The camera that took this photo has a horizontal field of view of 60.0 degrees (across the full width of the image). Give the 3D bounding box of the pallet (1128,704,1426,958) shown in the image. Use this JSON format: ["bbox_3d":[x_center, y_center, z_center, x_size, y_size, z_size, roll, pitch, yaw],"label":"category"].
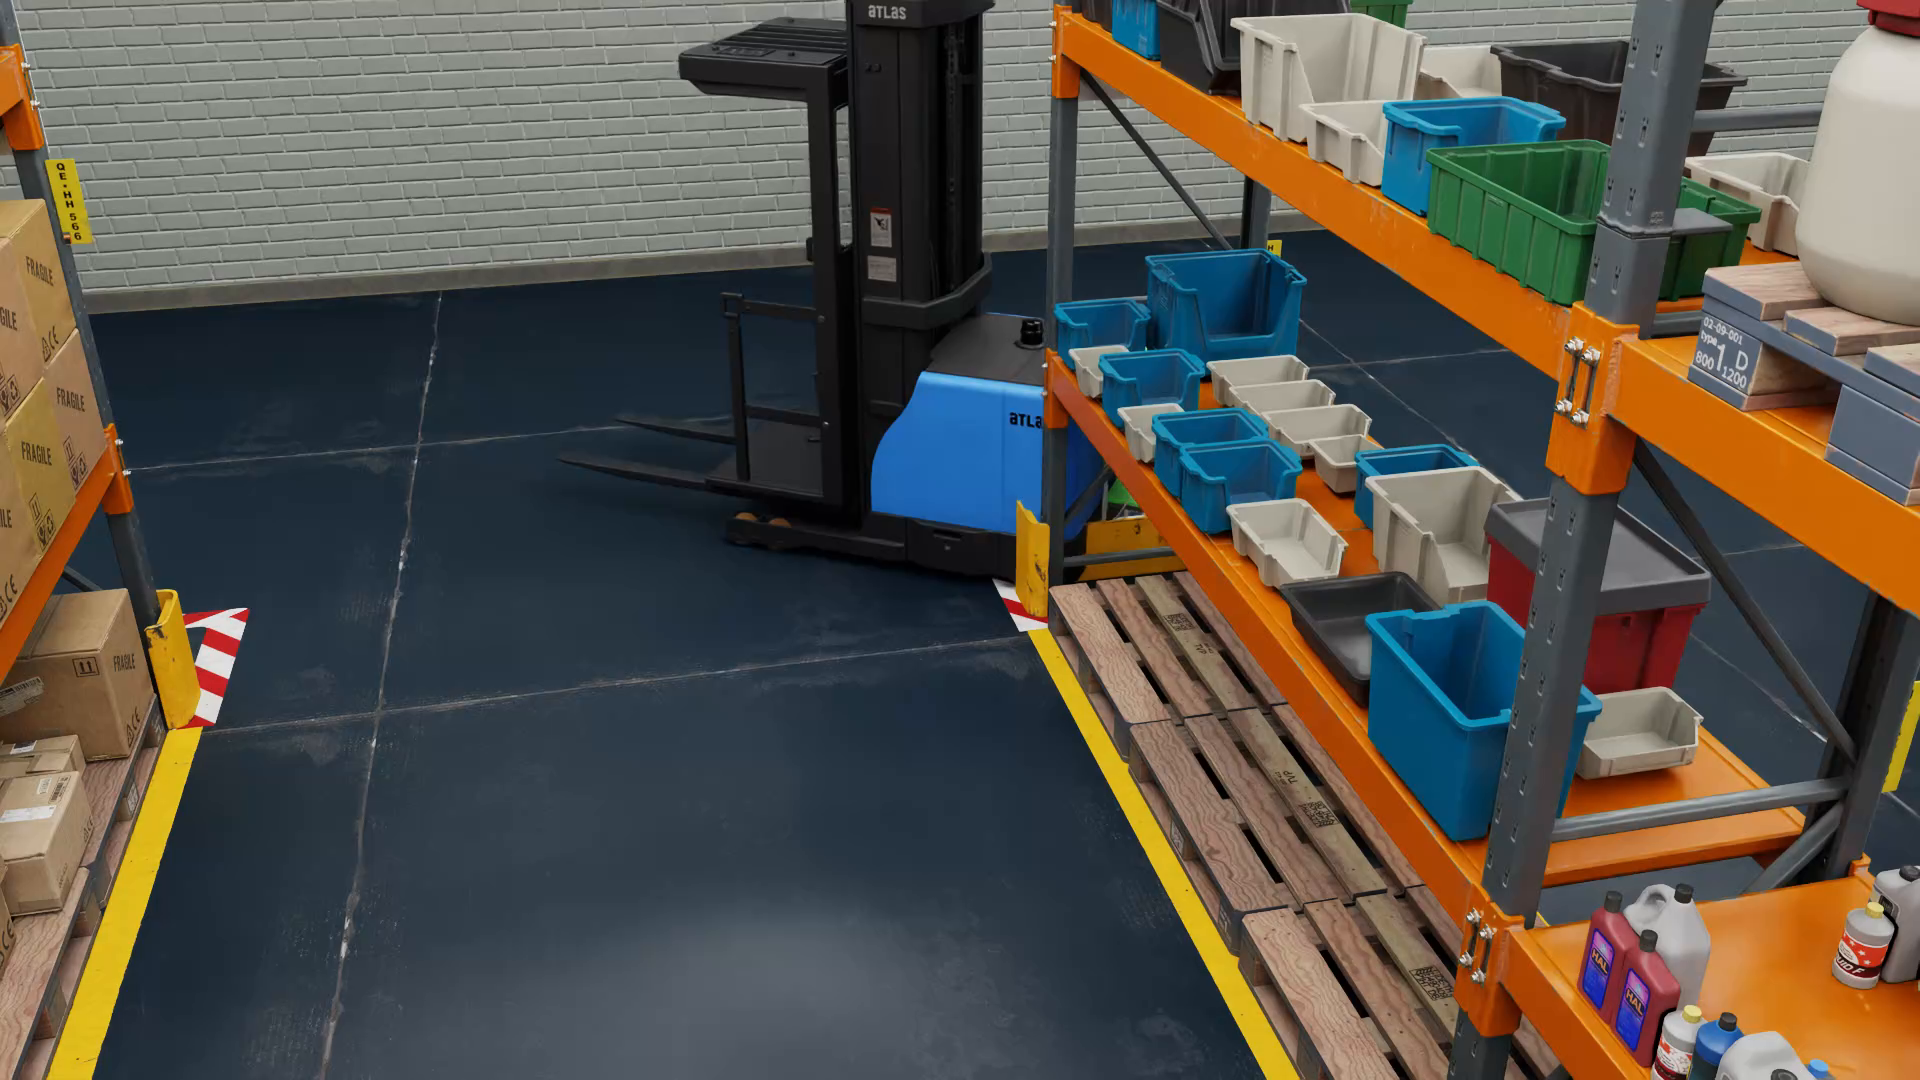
[{"bbox_3d":[1.307,1.061,6.413,1.003,0.211,1.213,-6,27,-12],"label":"pallet"}]

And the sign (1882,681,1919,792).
[{"bbox_3d":[2.326,0.493,4.136,0.100,0.325,0.005,-6,27,-12],"label":"sign"}]

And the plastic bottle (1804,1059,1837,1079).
[{"bbox_3d":[1.722,1.142,3.378,0.097,0.201,0.097,0,27,0],"label":"plastic bottle"}]

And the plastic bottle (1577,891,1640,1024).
[{"bbox_3d":[1.456,0.928,3.711,0.061,0.283,0.133,-6,27,-12],"label":"plastic bottle"}]

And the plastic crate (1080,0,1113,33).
[{"bbox_3d":[0.703,-2.167,6.531,0.497,0.269,0.590,-6,27,-12],"label":"plastic crate"}]

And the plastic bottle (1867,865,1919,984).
[{"bbox_3d":[2.193,0.868,3.840,0.152,0.276,0.135,-6,27,-12],"label":"plastic bottle"}]

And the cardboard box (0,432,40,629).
[{"bbox_3d":[-3.345,-0.011,5.332,0.500,0.500,0.500,-6,27,-11],"label":"cardboard box"}]

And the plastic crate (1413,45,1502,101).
[{"bbox_3d":[1.595,-1.423,5.205,0.437,0.136,0.530,-6,27,-12],"label":"plastic crate"}]

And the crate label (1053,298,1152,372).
[{"bbox_3d":[0.623,-0.894,7.312,0.416,0.233,0.303,-6,27,-12],"label":"crate label"}]

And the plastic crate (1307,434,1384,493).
[{"bbox_3d":[1.471,-0.277,6.196,0.298,0.136,0.250,-6,27,-12],"label":"plastic crate"}]

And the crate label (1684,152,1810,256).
[{"bbox_3d":[1.961,-0.793,3.957,0.293,0.136,0.466,-6,27,-12],"label":"crate label"}]

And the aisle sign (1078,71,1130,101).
[{"bbox_3d":[0.582,-2.246,6.986,0.394,0.787,0.004,-6,27,-12],"label":"aisle sign"}]

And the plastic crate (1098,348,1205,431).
[{"bbox_3d":[0.771,-0.605,6.739,0.416,0.233,0.300,-6,27,-12],"label":"plastic crate"}]

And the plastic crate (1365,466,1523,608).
[{"bbox_3d":[1.625,0.009,5.468,0.437,0.282,0.530,-6,27,-12],"label":"plastic crate"}]

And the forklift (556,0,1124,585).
[{"bbox_3d":[-0.691,-1.464,8.397,3.031,2.935,1.130,9,28,18],"label":"forklift"}]

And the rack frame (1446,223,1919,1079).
[{"bbox_3d":[1.789,0.672,4.090,1.000,3.000,0.127,-6,27,-12],"label":"rack frame"}]

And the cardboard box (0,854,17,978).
[{"bbox_3d":[-3.466,1.267,5.193,0.797,0.503,0.637,-6,27,-12],"label":"cardboard box"}]

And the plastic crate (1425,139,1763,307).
[{"bbox_3d":[1.399,-0.728,3.769,0.450,0.188,0.662,-6,27,-12],"label":"plastic crate"}]

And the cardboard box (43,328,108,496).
[{"bbox_3d":[-3.573,-0.458,6.218,0.500,0.500,0.500,-5,27,-10],"label":"cardboard box"}]

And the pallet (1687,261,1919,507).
[{"bbox_3d":[2.061,-0.249,2.794,1.213,0.211,1.003,-6,27,-12],"label":"pallet"}]

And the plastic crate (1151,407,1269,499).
[{"bbox_3d":[0.919,-0.316,6.167,0.416,0.233,0.300,-6,27,-12],"label":"plastic crate"}]

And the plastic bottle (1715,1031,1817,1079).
[{"bbox_3d":[1.605,1.130,3.320,0.152,0.276,0.135,-6,27,-12],"label":"plastic bottle"}]

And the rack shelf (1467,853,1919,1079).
[{"bbox_3d":[2.240,1.871,2.512,1.077,0.370,4.000,-6,27,-12],"label":"rack shelf"}]

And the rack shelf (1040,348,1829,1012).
[{"bbox_3d":[1.339,0.115,5.991,1.077,0.370,4.000,-6,27,-12],"label":"rack shelf"}]

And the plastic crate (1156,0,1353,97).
[{"bbox_3d":[0.964,-1.697,5.523,0.504,0.338,0.767,-6,27,-12],"label":"plastic crate"}]

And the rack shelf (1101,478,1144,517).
[{"bbox_3d":[0.914,-0.231,8.540,0.258,0.148,0.480,11,28,17],"label":"rack shelf"}]

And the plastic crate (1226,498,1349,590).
[{"bbox_3d":[1.104,0.029,5.590,0.293,0.136,0.466,-6,27,-12],"label":"plastic crate"}]

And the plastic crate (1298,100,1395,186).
[{"bbox_3d":[1.132,-1.069,4.503,0.293,0.136,0.466,-6,27,-12],"label":"plastic crate"}]

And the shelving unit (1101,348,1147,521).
[{"bbox_3d":[0.921,-0.502,8.401,0.258,1.200,0.503,11,28,17],"label":"shelving unit"}]

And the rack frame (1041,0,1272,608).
[{"bbox_3d":[0.888,-1.084,7.569,1.000,3.000,0.127,-6,27,-12],"label":"rack frame"}]

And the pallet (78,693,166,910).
[{"bbox_3d":[-3.741,1.046,6.444,1.003,0.211,1.213,-6,27,-12],"label":"pallet"}]

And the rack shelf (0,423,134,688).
[{"bbox_3d":[-3.488,0.617,4.998,1.077,0.370,4.000,-6,27,-12],"label":"rack shelf"}]

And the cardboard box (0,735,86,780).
[{"bbox_3d":[-3.573,0.886,6.321,0.380,0.166,0.250,-6,27,-12],"label":"cardboard box"}]

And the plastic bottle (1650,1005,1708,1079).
[{"bbox_3d":[1.530,1.072,3.517,0.097,0.201,0.097,0,27,0],"label":"plastic bottle"}]

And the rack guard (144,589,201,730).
[{"bbox_3d":[-3.922,0.567,7.072,1.175,0.500,0.348,-6,27,-12],"label":"rack guard"}]

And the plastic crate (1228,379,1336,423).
[{"bbox_3d":[1.299,-0.525,6.687,0.396,0.136,0.243,-6,27,-12],"label":"plastic crate"}]

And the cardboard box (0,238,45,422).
[{"bbox_3d":[-3.456,-0.684,5.556,0.500,0.500,0.500,-5,27,-10],"label":"cardboard box"}]

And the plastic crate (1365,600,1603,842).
[{"bbox_3d":[1.352,0.482,4.417,0.392,0.384,0.575,-6,27,-12],"label":"plastic crate"}]

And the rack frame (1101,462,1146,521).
[{"bbox_3d":[0.837,-0.399,8.197,0.240,1.200,0.015,11,28,17],"label":"rack frame"}]

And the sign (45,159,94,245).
[{"bbox_3d":[-3.394,-1.288,6.337,0.100,0.325,0.005,-6,27,-12],"label":"sign"}]
